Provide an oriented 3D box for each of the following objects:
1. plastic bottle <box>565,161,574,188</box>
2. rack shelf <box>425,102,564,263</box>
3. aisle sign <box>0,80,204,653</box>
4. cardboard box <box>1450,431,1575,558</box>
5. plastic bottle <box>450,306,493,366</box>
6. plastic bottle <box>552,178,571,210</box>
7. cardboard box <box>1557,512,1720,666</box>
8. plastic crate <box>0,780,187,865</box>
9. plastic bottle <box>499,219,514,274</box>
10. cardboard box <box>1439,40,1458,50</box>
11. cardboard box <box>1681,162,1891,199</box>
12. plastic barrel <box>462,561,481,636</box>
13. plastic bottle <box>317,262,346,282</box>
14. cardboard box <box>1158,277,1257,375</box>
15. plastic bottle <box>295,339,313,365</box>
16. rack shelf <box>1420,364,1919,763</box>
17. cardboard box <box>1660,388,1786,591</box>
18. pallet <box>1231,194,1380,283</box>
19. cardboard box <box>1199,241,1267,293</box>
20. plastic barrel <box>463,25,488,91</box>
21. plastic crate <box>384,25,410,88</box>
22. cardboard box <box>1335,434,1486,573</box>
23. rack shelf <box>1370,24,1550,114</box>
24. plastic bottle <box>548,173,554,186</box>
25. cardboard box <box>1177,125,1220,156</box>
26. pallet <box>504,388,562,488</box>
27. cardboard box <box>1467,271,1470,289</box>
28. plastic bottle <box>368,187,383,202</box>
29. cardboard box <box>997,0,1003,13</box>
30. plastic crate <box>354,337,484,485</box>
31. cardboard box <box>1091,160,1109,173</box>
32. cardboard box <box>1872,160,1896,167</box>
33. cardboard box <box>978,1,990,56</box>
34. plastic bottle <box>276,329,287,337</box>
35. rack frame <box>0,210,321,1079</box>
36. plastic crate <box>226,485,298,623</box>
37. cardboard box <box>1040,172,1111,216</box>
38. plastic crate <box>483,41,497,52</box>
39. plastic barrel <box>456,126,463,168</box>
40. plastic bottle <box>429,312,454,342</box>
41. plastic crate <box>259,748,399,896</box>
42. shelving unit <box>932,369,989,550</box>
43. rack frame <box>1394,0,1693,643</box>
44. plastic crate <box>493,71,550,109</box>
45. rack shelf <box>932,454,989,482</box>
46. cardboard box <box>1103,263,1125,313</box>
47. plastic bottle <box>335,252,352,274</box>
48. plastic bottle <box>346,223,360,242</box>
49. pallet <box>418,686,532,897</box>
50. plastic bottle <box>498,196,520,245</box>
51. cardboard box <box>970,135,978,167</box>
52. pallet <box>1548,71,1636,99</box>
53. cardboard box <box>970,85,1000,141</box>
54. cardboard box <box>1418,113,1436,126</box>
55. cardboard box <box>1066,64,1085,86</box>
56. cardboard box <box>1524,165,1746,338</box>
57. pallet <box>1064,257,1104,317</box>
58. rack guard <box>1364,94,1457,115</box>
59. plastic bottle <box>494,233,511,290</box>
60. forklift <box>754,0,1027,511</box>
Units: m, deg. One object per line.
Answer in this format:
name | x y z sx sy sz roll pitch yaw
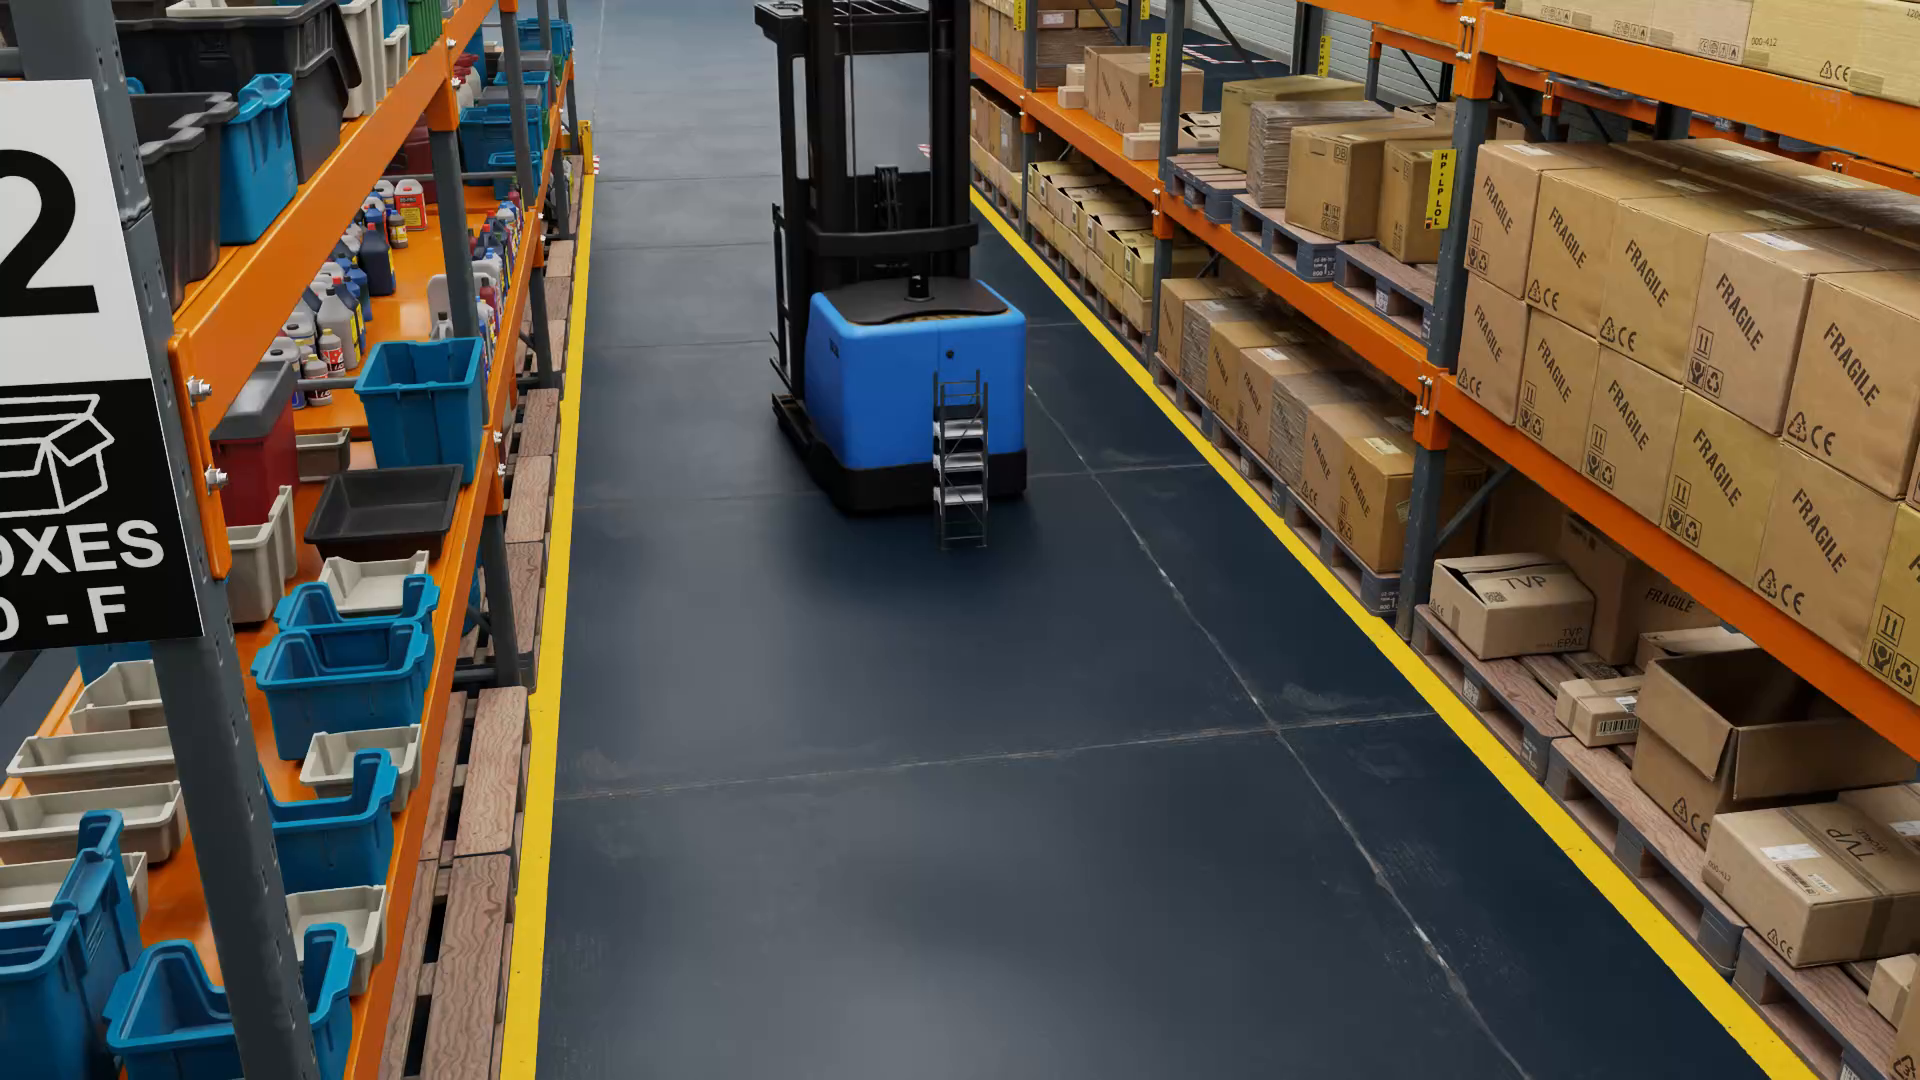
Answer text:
plastic bottle | -3.766 -3.477 15.817 0.152 0.276 0.135 -4 24 -9
rack shelf | -3.447 -2.625 11.912 1.077 0.370 4.000 -4 24 -10
aisle sign | -1.293 -0.207 2.227 0.394 0.787 0.004 -4 24 -10
cardboard box | 2.681 -0.224 8.089 0.500 0.500 0.500 -5 24 -12
plastic bottle | -2.116 -0.892 7.200 0.152 0.276 0.135 -4 24 -10
plastic bottle | -3.593 -3.152 14.979 0.144 0.351 0.185 -5 24 -12
cardboard box | 2.915 0.187 7.147 0.500 0.500 0.500 -4 24 -10
plastic crate | -1.966 0.649 3.770 0.396 0.136 0.243 -4 24 -10
plastic bottle | -2.372 -1.538 8.669 0.061 0.283 0.133 -4 24 -10
cardboard box | 5.248 -5.170 17.002 0.500 0.250 0.500 -4 24 -9
cardboard box | 2.976 -1.083 6.108 0.500 0.500 0.500 -5 24 -11
plastic barrel | -2.421 -0.041 7.193 0.600 0.901 0.708 -4 24 -10
plastic bottle | -2.957 -1.155 7.803 0.152 0.276 0.135 -4 24 -10
cardboard box | 1.595 -1.389 10.757 0.500 0.500 0.500 -3 24 -7
plastic bottle | -2.741 -0.735 6.934 0.097 0.201 0.097 0 24 0
rack shelf | 2.901 0.156 5.543 1.077 0.370 4.000 -4 24 -10
cardboard box | 2.641 -0.187 5.306 0.500 0.500 0.500 -5 24 -10
pallet | 2.156 -1.681 9.090 1.003 0.211 1.213 -4 24 -10
cardboard box | 1.983 -1.950 11.678 0.500 0.311 0.500 -4 24 -8
plastic barrel | -4.043 -3.797 13.070 0.600 0.901 0.708 -4 24 -10
plastic crate | -1.728 -1.377 4.736 0.293 0.136 0.466 -4 24 -10
cardboard box | 2.158 -0.189 8.008 0.500 0.500 0.500 -4 24 -10
rack shelf | 5.550 -4.932 17.193 1.077 0.370 4.000 -4 24 -10
plastic bottle | -3.813 -3.264 15.329 0.152 0.276 0.135 -4 24 -10
cardboard box | 1.767 -2.639 11.156 0.500 0.311 0.500 -3 24 -6
pallet | -2.890 -0.583 9.822 1.003 0.211 1.213 -4 24 -10
cardboard box | 2.663 -1.401 7.561 0.700 0.500 0.500 -13 27 -27
plastic bottle | -3.320 -1.867 9.439 0.097 0.271 0.097 0 24 0
cardboard box | 0.558 -5.040 15.608 0.380 0.149 0.250 -4 24 -8
plastic crate | -1.916 -0.457 5.993 0.392 0.384 0.575 -4 24 -10
cardboard box | 1.408 -3.158 14.443 0.500 0.311 0.500 -4 24 -10
cardboard box | 6.492 -2.649 11.356 0.380 0.149 0.250 -5 24 -11
cardboard box | 0.574 -5.139 16.645 0.700 0.500 0.500 -4 24 -9
plastic bottle | -2.816 -0.760 6.888 0.061 0.283 0.133 -4 24 -10
rack frame | -1.598 0.978 2.762 1.000 3.000 0.127 -4 24 -10
plastic crate | -2.236 0.046 4.970 0.437 0.282 0.530 -4 24 -10
cardboard box | 0.971 -2.918 13.893 0.500 0.311 0.500 -5 24 -10
plastic crate | -4.707 -4.818 16.364 0.298 0.136 0.250 -4 24 -10
plastic barrel | -3.477 -2.608 10.835 0.421 0.512 0.421 0 24 0
plastic bottle | -2.092 -0.751 6.782 0.144 0.351 0.185 -4 24 -10
plastic crate | -1.442 0.647 3.654 0.416 0.233 0.300 -4 24 -10
shelving unit | 0.001 -0.409 8.563 0.258 0.900 0.210 -4 24 -10
rack frame | 2.531 -0.960 7.200 1.000 3.000 0.127 -4 24 -10
plastic crate | -3.307 -3.323 12.632 0.392 0.384 0.575 -4 24 -10
rack shelf | 0.001 -0.379 8.576 0.258 0.077 0.200 -4 24 -10
cardboard box | 1.356 -1.857 12.165 0.500 0.250 0.500 -5 24 -10
plastic bottle | -2.970 -1.254 8.034 0.097 0.271 0.097 0 24 0
plastic bottle | -3.149 -1.504 8.607 0.097 0.271 0.097 0 24 0
pallet | -2.163 0.969 6.267 1.003 0.211 1.213 -4 24 -10
plastic bottle | -2.501 -1.768 9.210 0.097 0.271 0.097 0 24 0
cardboard box | 0.381 -3.992 17.053 0.500 0.250 0.500 -4 24 -10
pallet | 5.918 -4.075 14.573 1.003 0.211 1.213 -4 24 -10
cardboard box | 0.392 -4.336 16.905 0.500 0.500 0.500 -4 24 -10
cardboard box | 5.325 -4.515 18.149 0.500 0.311 0.500 -2 24 -5
cardboard box | 1.186 -3.848 13.999 0.500 0.250 0.500 -3 24 -6
cardboard box | 2.438 -1.055 6.044 0.500 0.500 0.500 -5 24 -11
pallet | 1.455 -2.061 13.205 1.003 0.211 1.213 -4 24 -10
rack guard | 5.194 -4.873 19.282 1.175 0.500 0.348 -4 24 -10
plastic bottle | -2.313 -1.412 8.382 0.061 0.283 0.133 -4 24 -10
forklift | -0.549 -2.062 9.809 1.130 2.935 3.031 -7 25 -16
